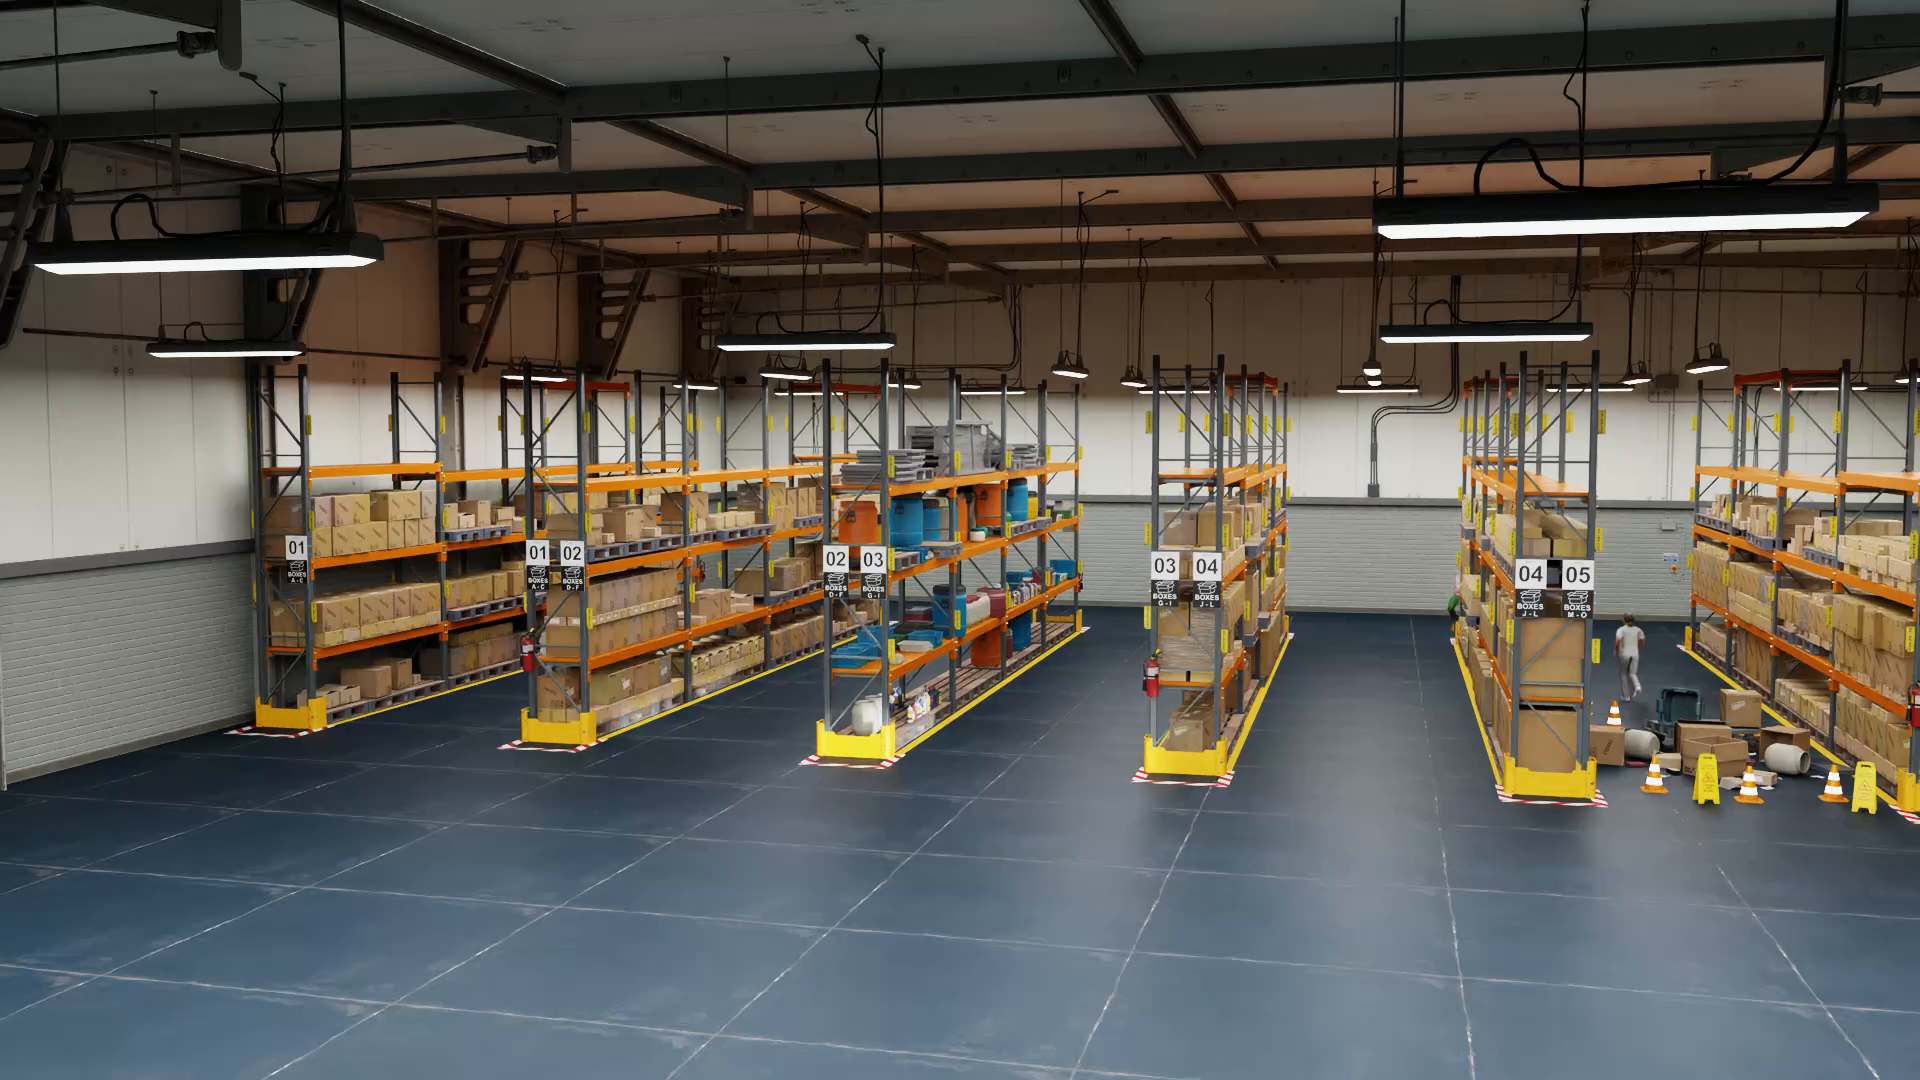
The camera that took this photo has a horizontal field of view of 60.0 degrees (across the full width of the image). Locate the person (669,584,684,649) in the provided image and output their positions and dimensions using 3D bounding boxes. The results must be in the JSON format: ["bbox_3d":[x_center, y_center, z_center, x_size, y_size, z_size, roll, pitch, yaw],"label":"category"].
[{"bbox_3d":[-5.925,1.767,34.992,0.494,1.708,0.801,1,4,11],"label":"person"}]

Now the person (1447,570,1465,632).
[{"bbox_3d":[12.114,1.353,40.113,0.630,1.773,0.677,-3,5,-37],"label":"person"}]

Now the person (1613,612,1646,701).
[{"bbox_3d":[12.119,2.129,30.024,0.565,1.616,0.737,0,4,5],"label":"person"}]

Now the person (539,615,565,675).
[{"bbox_3d":[-7.132,2.156,29.123,0.588,1.742,0.729,0,4,4],"label":"person"}]
